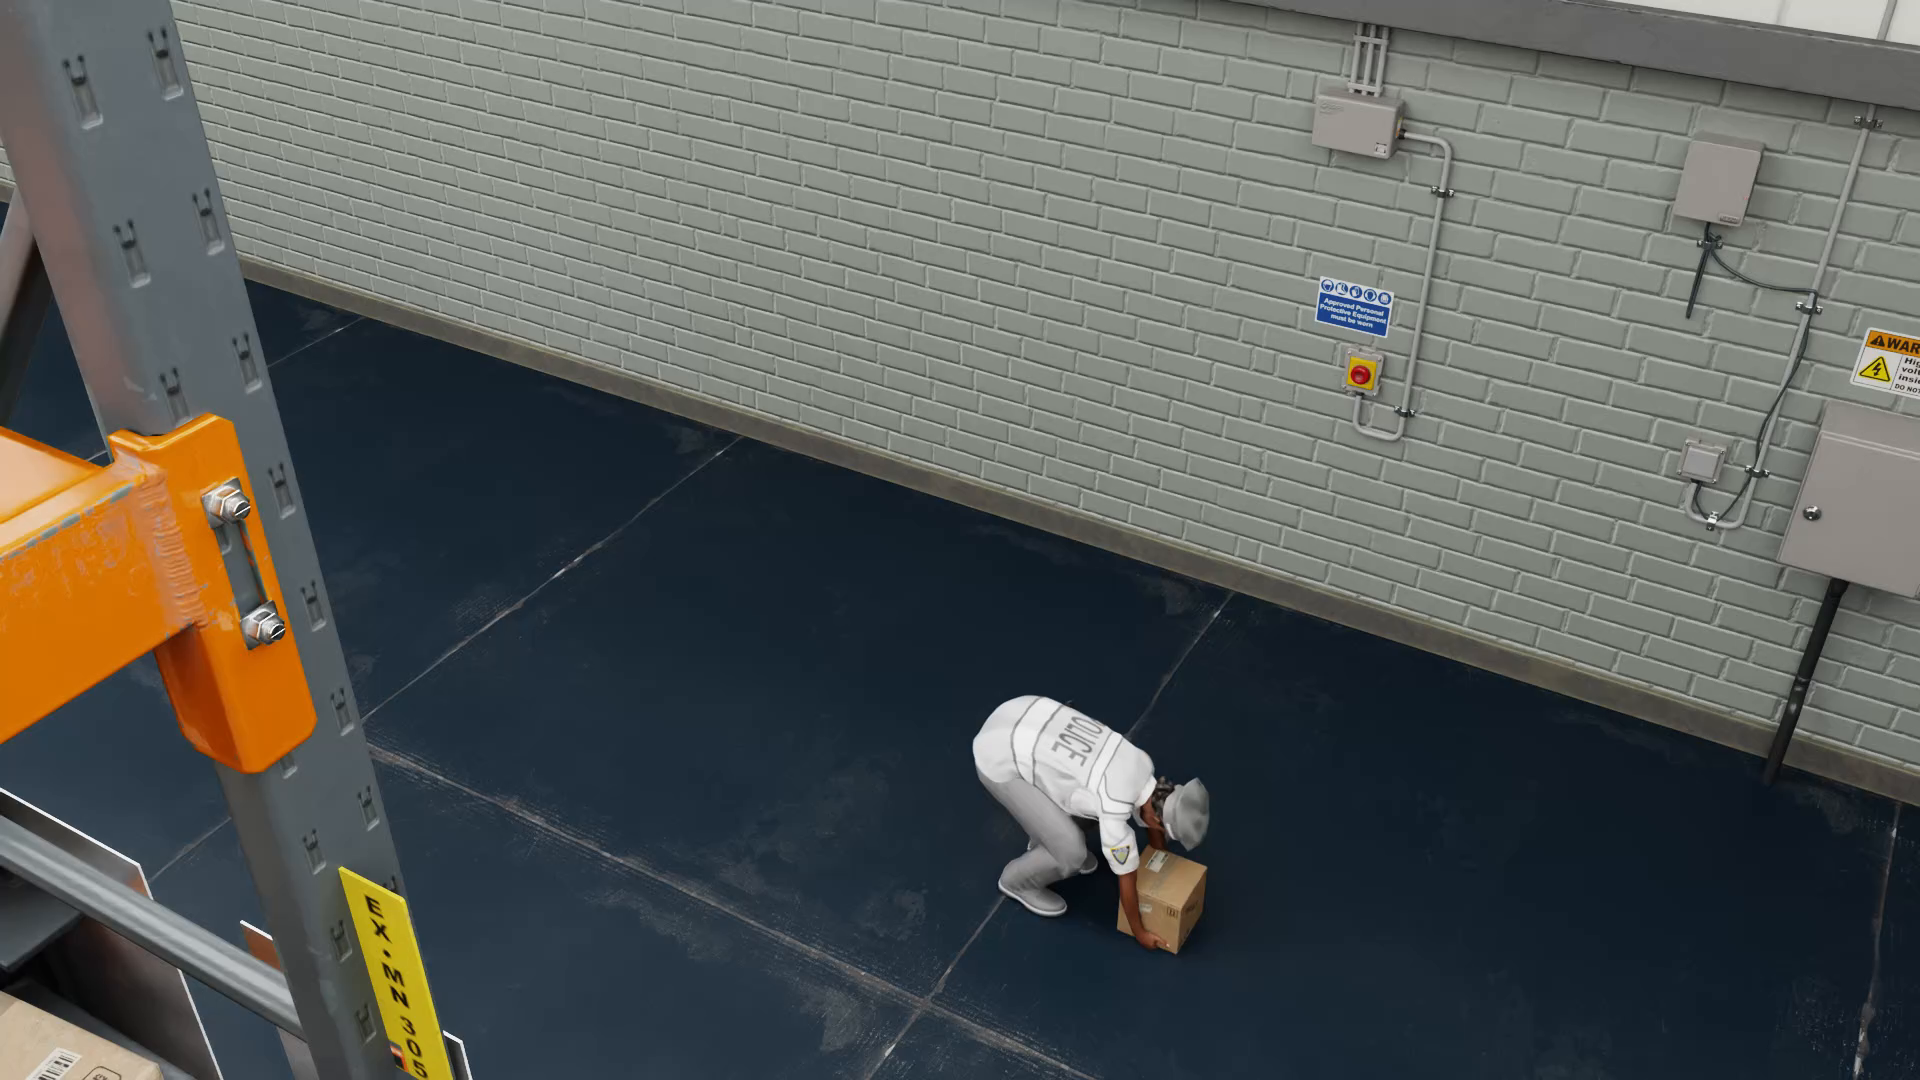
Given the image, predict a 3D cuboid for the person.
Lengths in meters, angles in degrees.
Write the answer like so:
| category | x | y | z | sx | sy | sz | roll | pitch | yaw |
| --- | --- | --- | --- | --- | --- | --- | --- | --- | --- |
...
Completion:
| category | x | y | z | sx | sy | sz | roll | pitch | yaw |
| --- | --- | --- | --- | --- | --- | --- | --- | --- | --- |
| person | 0.494 | 1.053 | 6.339 | 0.910 | 0.850 | 0.472 | 16 | 38 | 22 |
